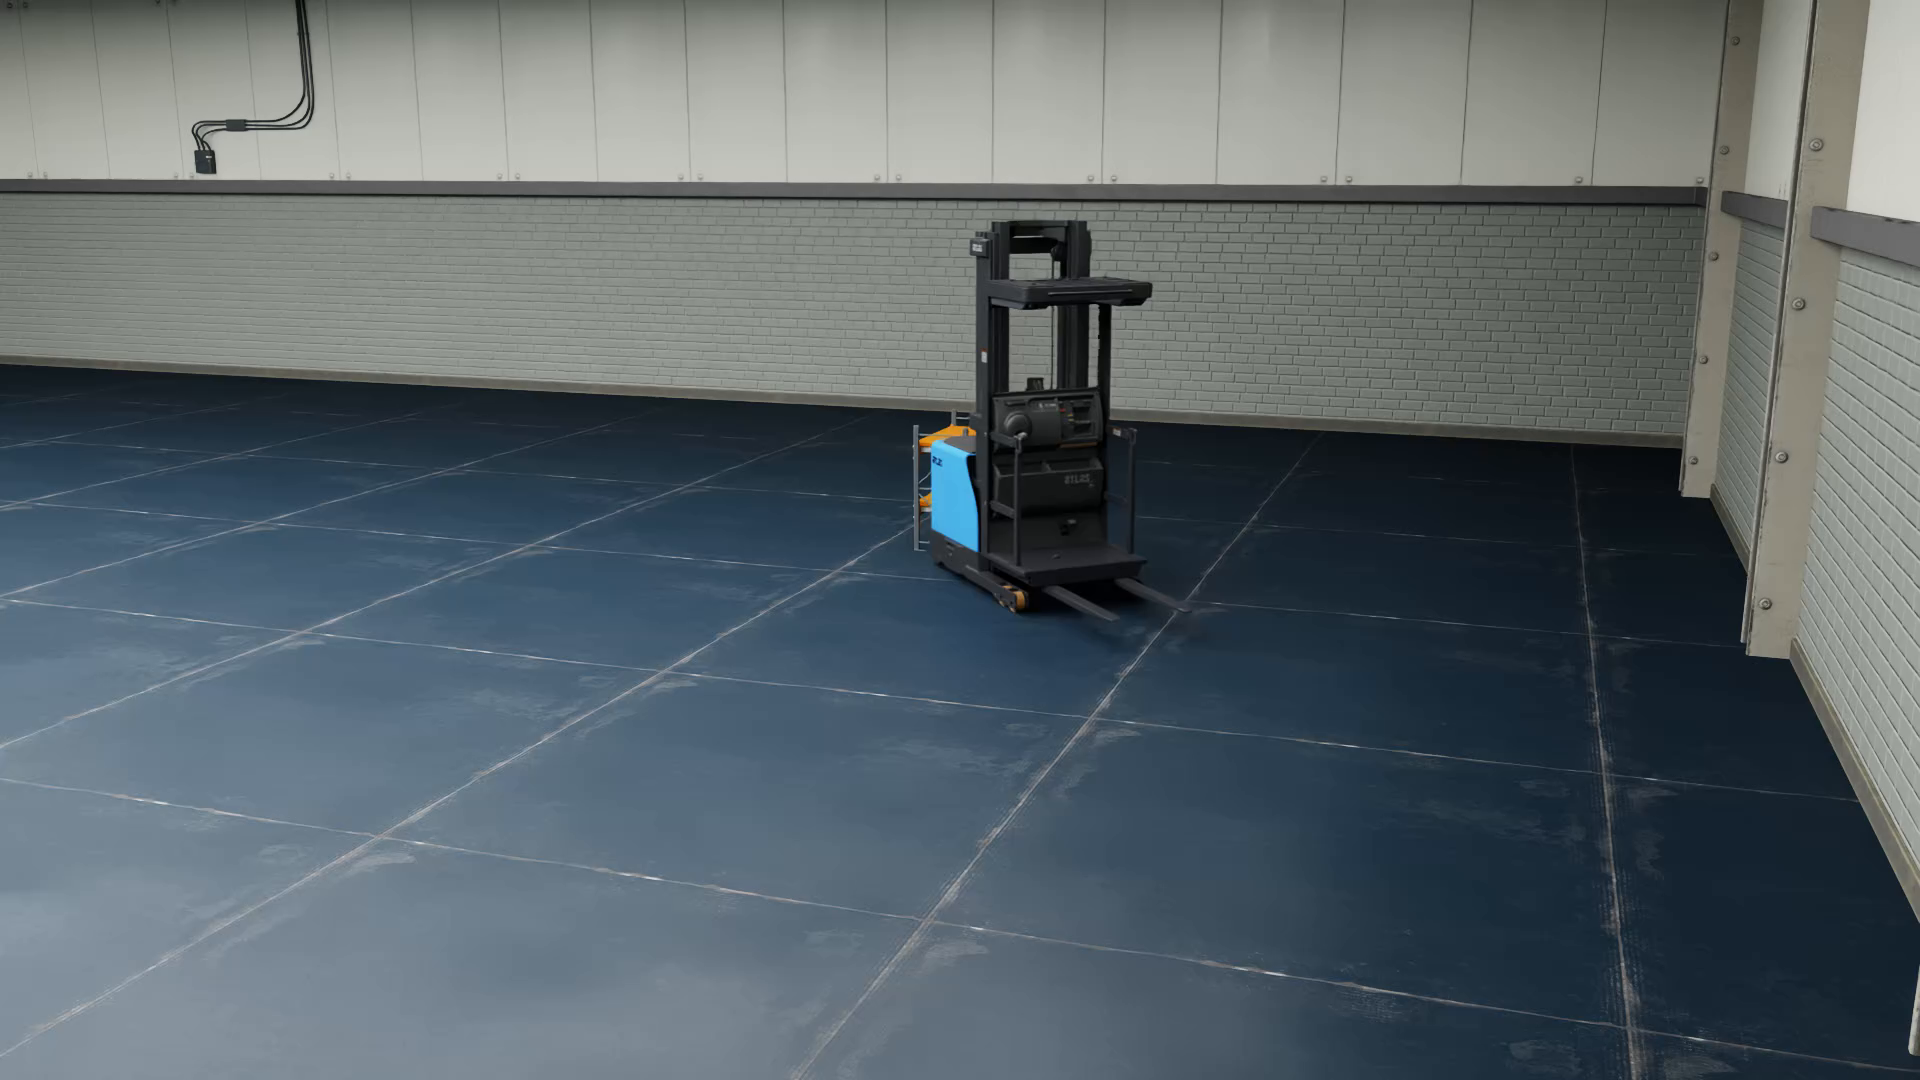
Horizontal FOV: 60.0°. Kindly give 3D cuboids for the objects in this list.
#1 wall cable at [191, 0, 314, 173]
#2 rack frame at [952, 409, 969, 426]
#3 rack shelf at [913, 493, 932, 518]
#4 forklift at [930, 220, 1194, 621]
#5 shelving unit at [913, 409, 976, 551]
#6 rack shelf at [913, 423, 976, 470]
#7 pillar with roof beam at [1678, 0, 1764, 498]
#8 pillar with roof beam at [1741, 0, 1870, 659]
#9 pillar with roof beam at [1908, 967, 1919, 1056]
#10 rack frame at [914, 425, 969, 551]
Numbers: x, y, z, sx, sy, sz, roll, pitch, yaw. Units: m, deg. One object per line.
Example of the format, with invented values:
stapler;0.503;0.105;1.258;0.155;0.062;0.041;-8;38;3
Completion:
wall cable;-10.939;-8.634;25.212;2.305;6.003;0.169;4;14;18
rack frame;0.162;-0.654;15.588;0.500;1.125;0.032;4;14;18
rack shelf;-0.002;-0.309;15.173;0.538;0.278;1.000;4;14;18
forklift;0.786;-0.980;12.958;1.130;2.935;3.031;-5;14;-23
shelving unit;-0.002;-0.547;15.119;0.538;1.125;1.048;4;14;18
rack shelf;-0.002;-0.832;15.053;0.538;0.278;1.000;4;14;18
pillar with roof beam;3.612;-5.180;17.721;9.100;9.000;0.400;4;14;18
pillar with roof beam;1.670;-3.916;12.186;9.100;9.000;0.400;4;14;18
pillar with roof beam;-0.271;-2.653;6.651;9.100;9.000;0.400;4;14;18
rack frame;-0.167;-0.440;14.650;0.500;1.125;0.032;4;14;18
